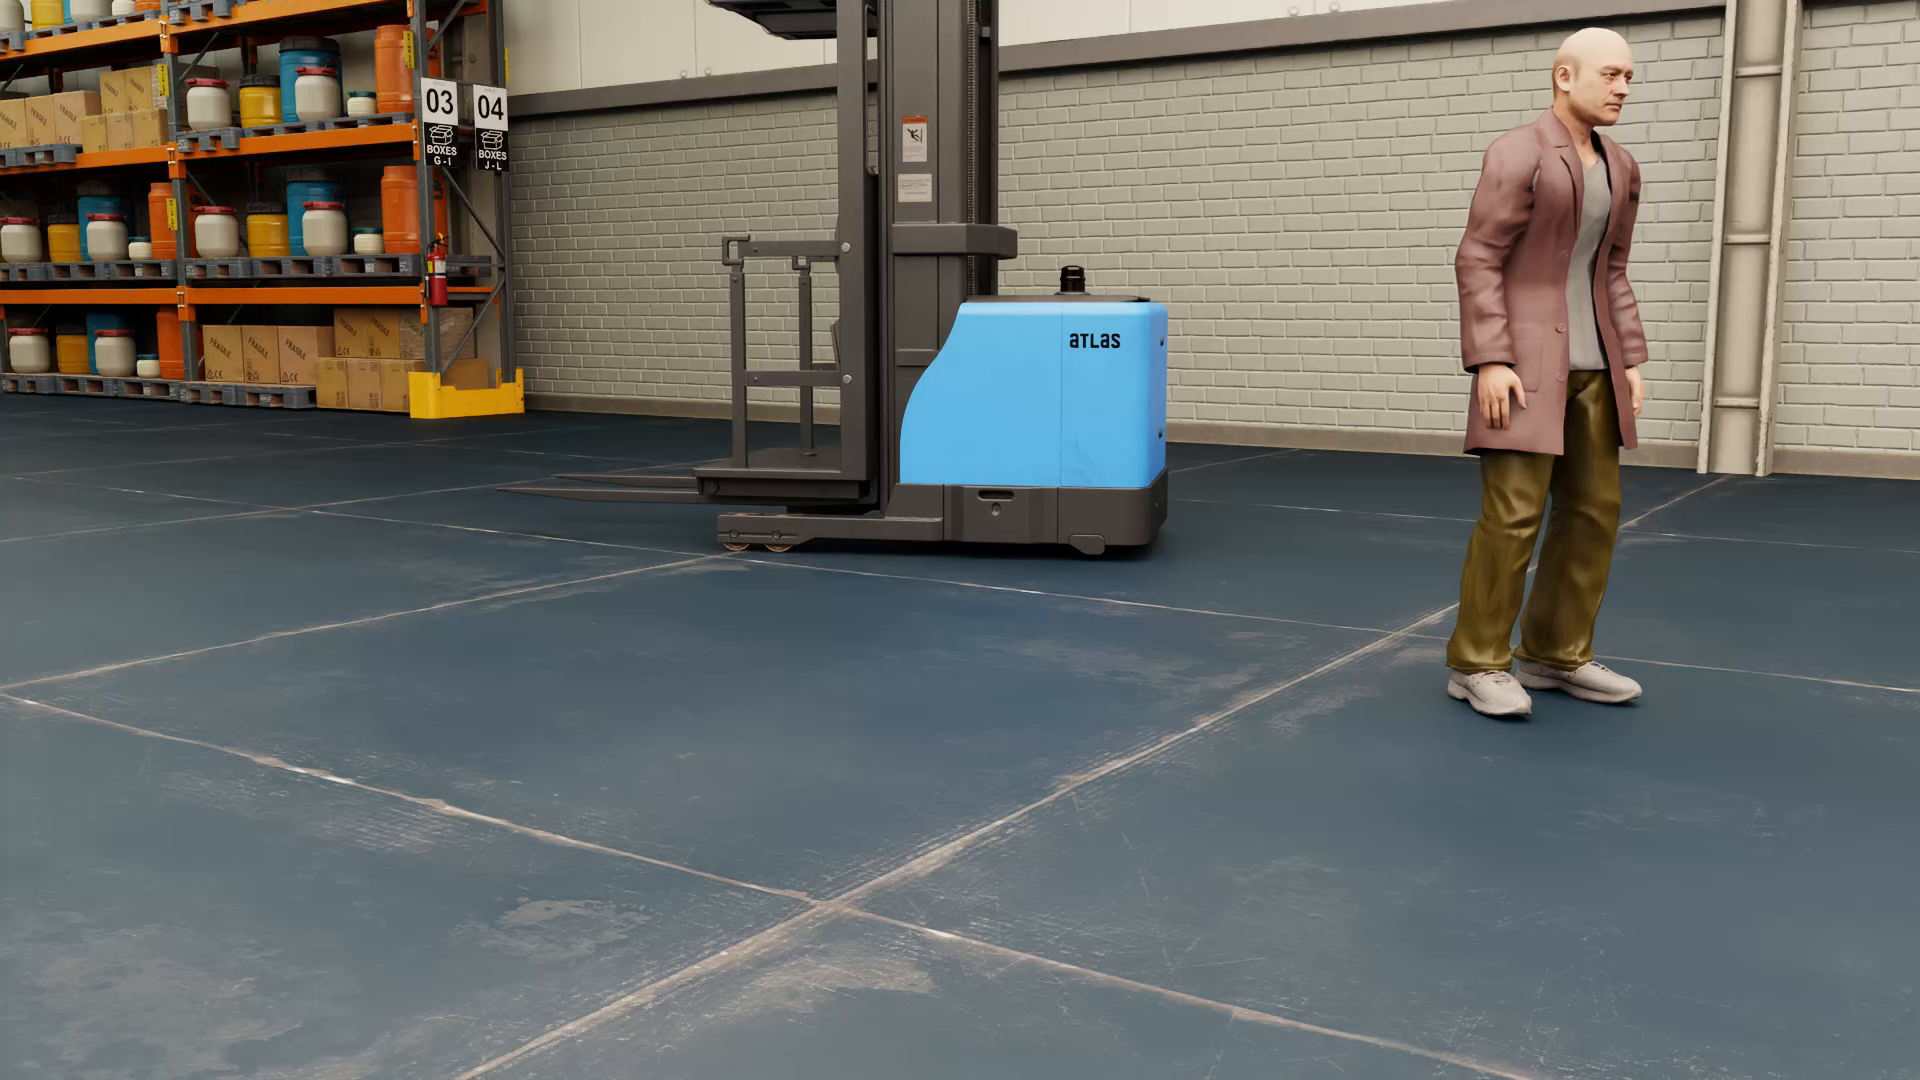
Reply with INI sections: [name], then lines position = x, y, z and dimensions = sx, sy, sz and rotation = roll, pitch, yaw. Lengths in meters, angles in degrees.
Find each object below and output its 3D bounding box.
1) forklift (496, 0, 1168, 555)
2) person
[forklift]
position = -0.596, -1.469, 7.520
dimensions = 3.031, 2.935, 1.130
rotation = 2, 8, 12
[person]
position = 1.595, -0.446, 4.442
dimensions = 0.653, 1.774, 0.430
rotation = -4, 9, -28
